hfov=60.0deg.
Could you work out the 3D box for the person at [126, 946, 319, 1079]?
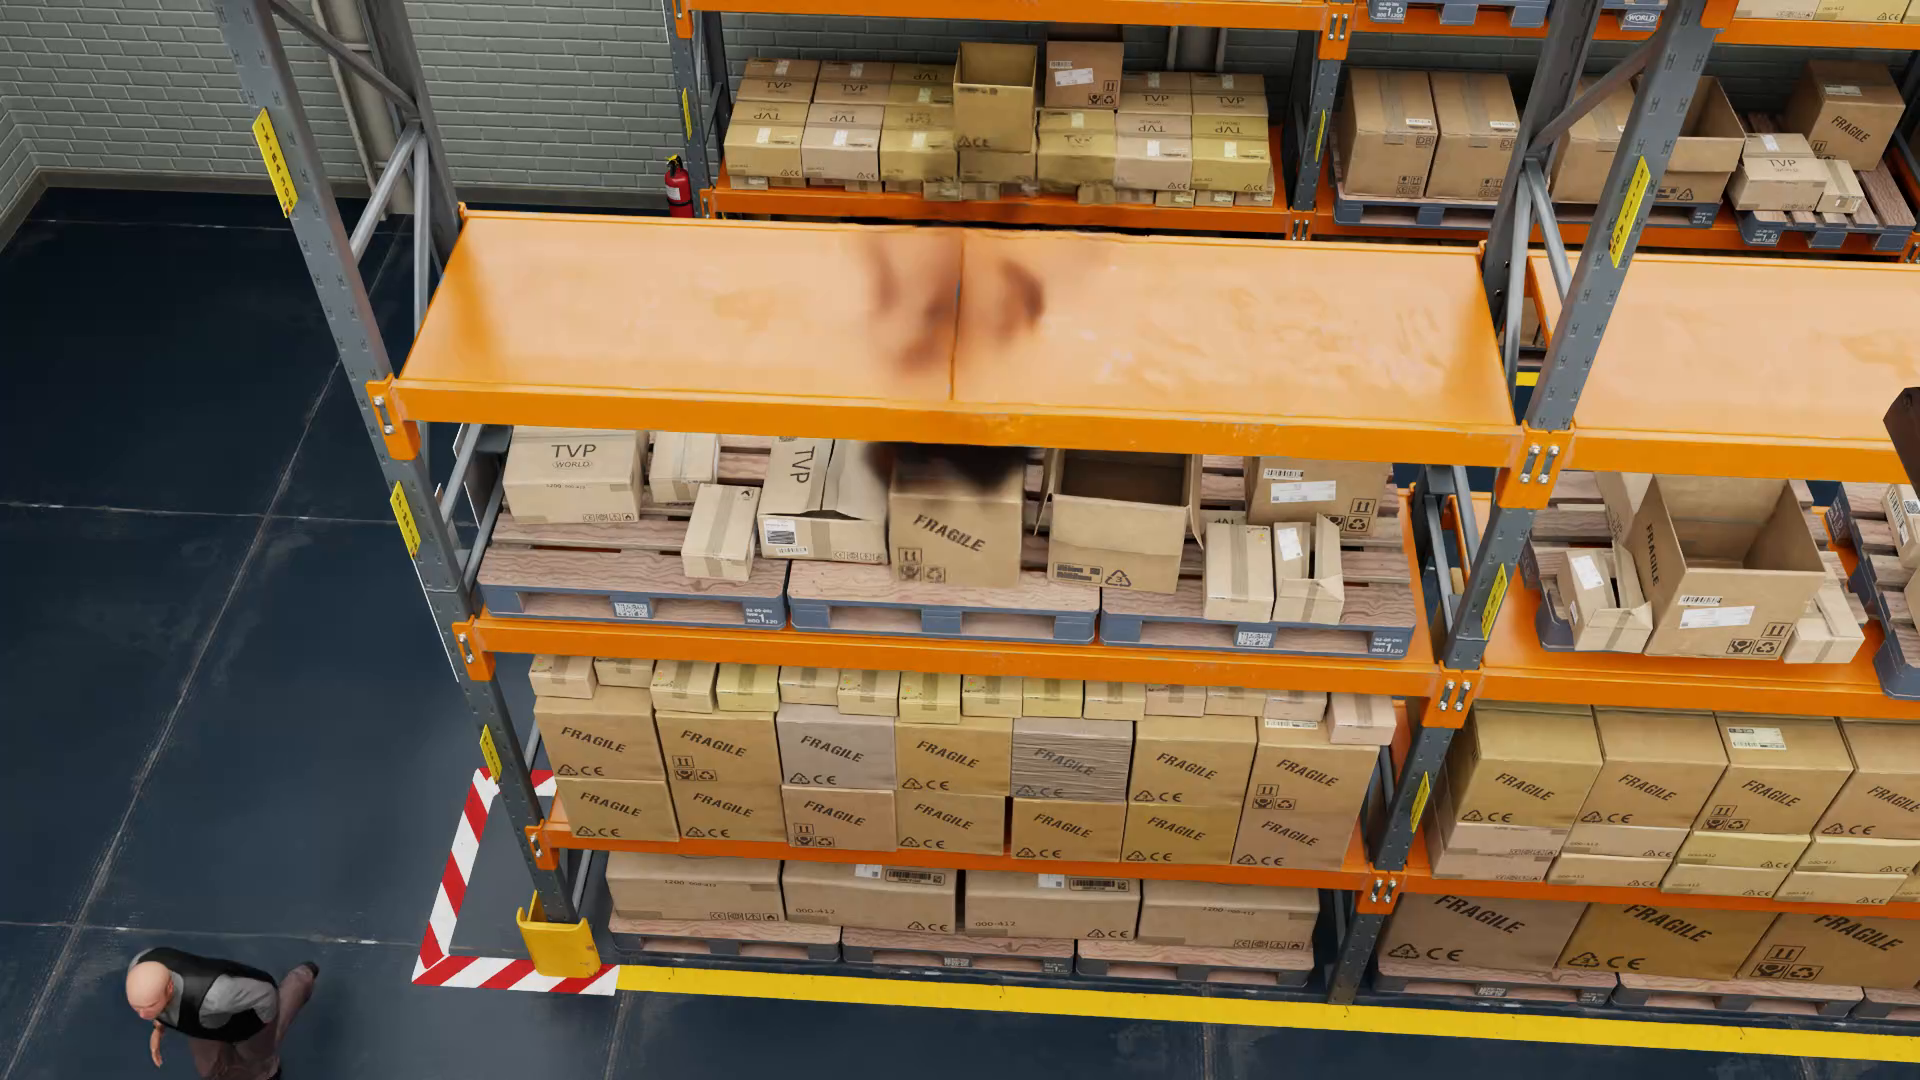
[{"bbox_3d":[-3.350,2.144,7.733,0.656,1.634,0.837,11,49,10],"label":"person"}]
